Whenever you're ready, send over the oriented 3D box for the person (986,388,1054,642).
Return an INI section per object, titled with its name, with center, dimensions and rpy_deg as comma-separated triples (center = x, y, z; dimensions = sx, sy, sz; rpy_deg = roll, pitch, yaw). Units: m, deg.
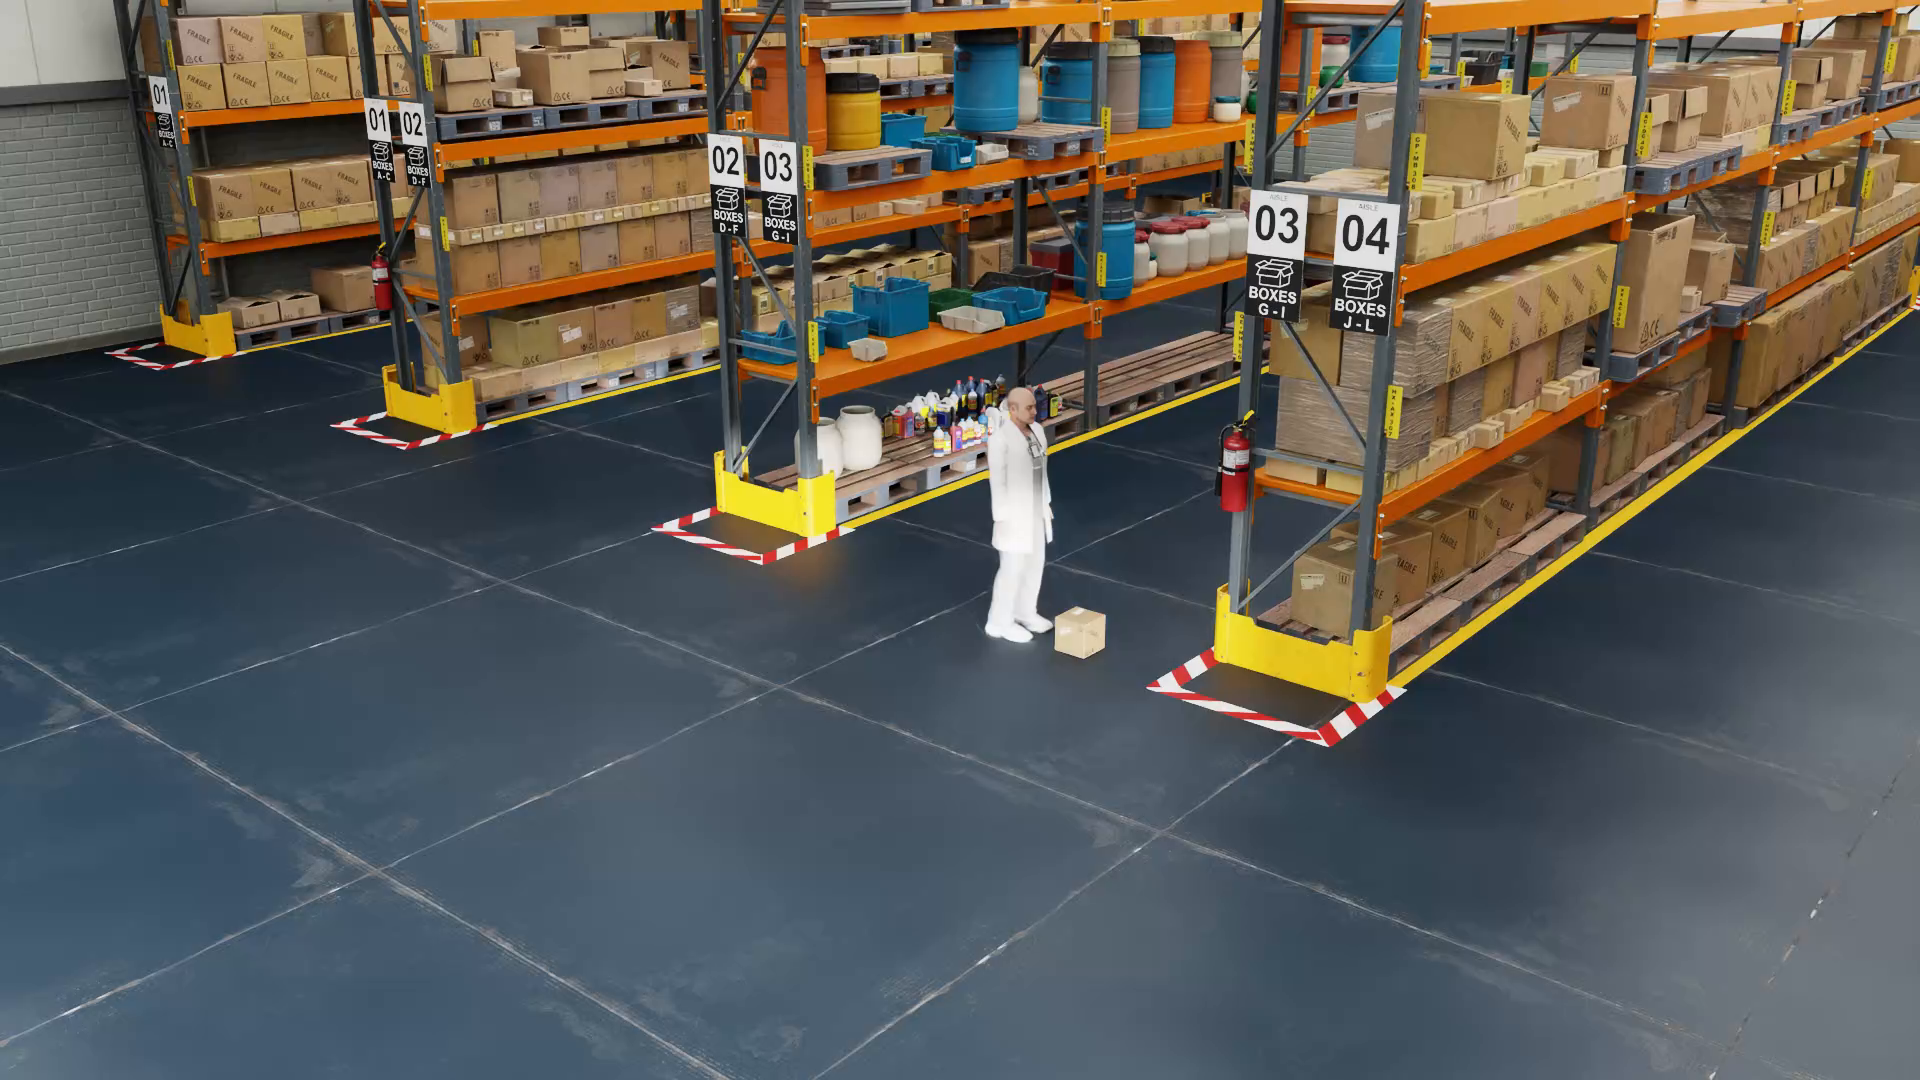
[person]
center = 0.448, -0.190, 11.626
dimensions = 0.381, 1.778, 0.564
rpy_deg = 16, 26, 38
